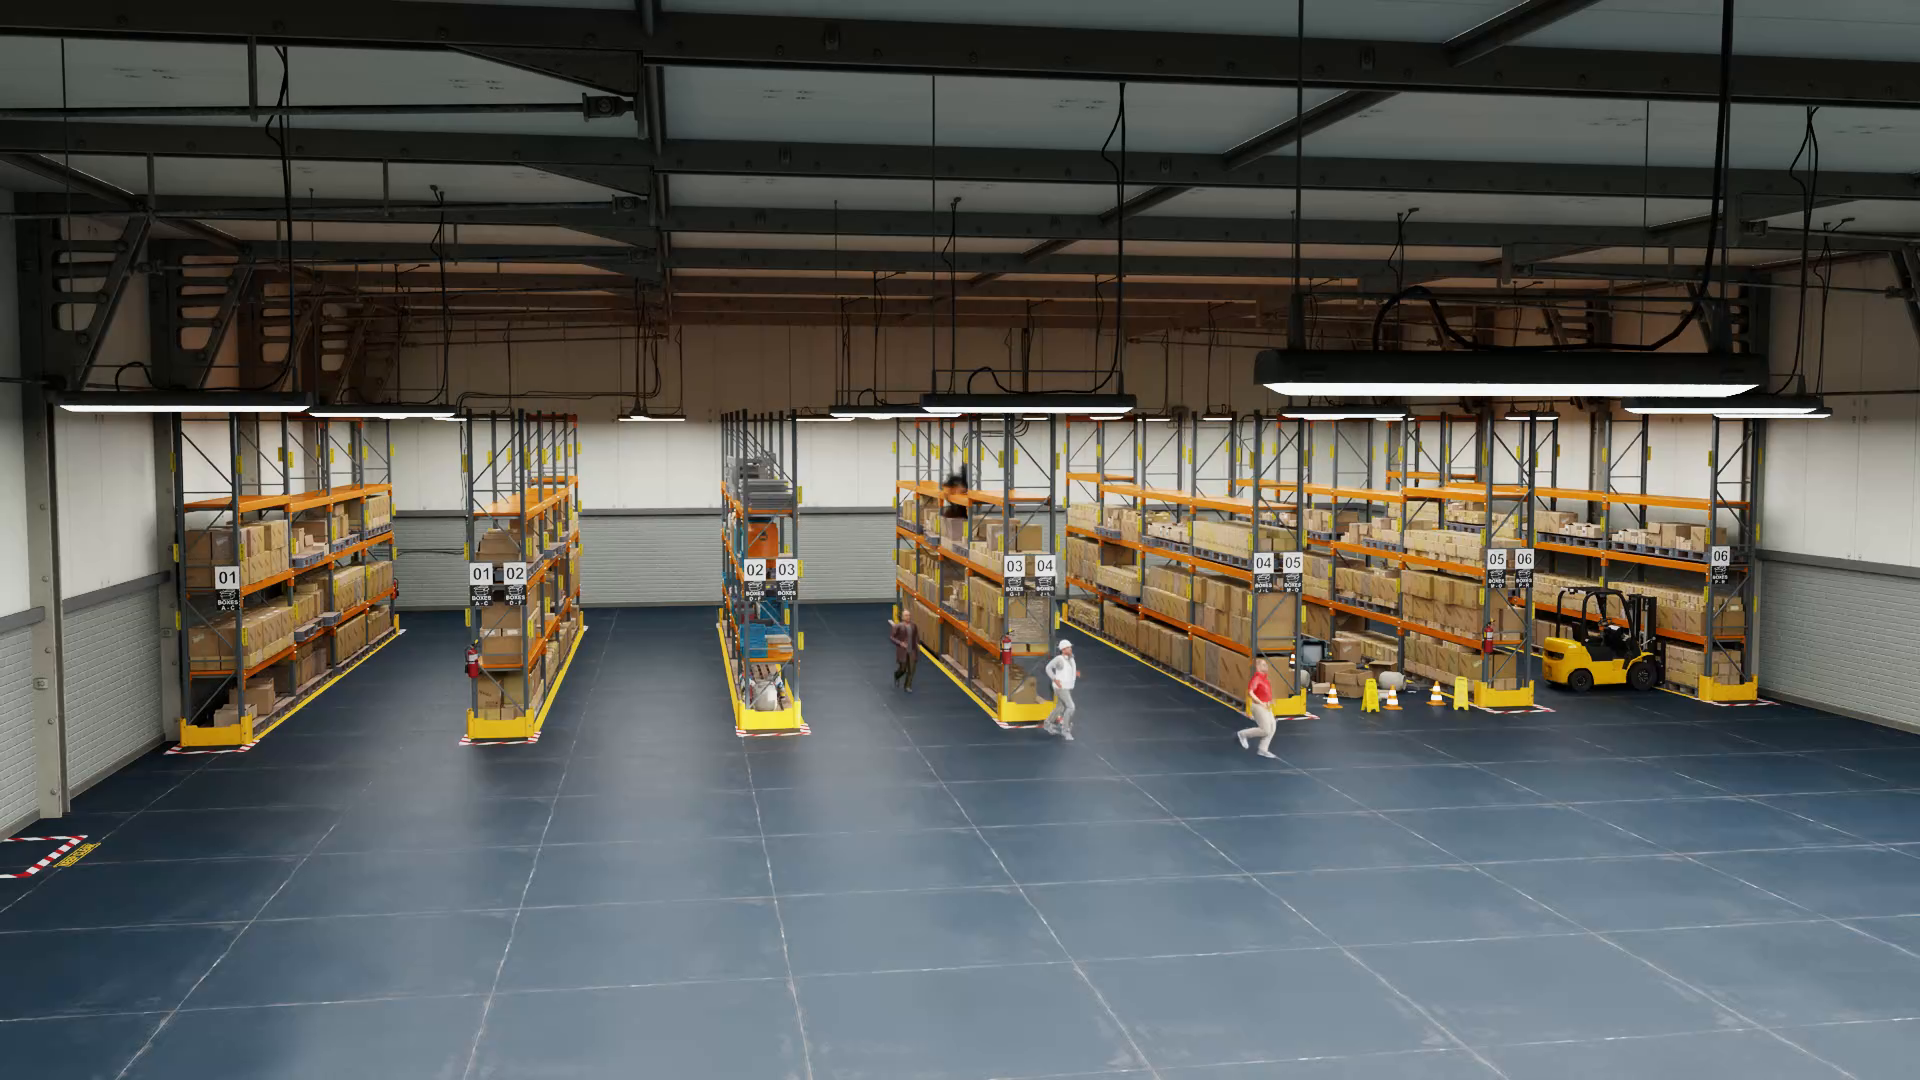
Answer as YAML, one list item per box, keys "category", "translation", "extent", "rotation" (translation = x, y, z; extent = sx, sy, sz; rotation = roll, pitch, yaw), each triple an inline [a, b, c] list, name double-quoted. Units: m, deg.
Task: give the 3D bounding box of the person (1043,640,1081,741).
- category: "person"
  translation: [1.862, 2.731, 30.368]
  extent: [0.733, 1.841, 0.669]
  rotation: [2, 5, 32]

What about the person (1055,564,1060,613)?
- category: "person"
  translation: [2.661, 1.467, 49.243]
  extent: [0.709, 1.723, 0.612]
  rotation: [-2, 4, -26]

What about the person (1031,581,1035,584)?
- category: "person"
  translation: [2.064, 1.531, 48.883]
  extent: [0.572, 1.565, 0.615]
  rotation: [-3, 5, -39]

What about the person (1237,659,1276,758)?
- category: "person"
  translation: [5.136, 2.899, 28.673]
  extent: [0.646, 1.691, 0.672]
  rotation: [2, 4, 25]

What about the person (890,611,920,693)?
- category: "person"
  translation: [-1.164, 2.373, 35.528]
  extent: [0.709, 1.737, 0.757]
  rotation: [-2, 4, -26]
